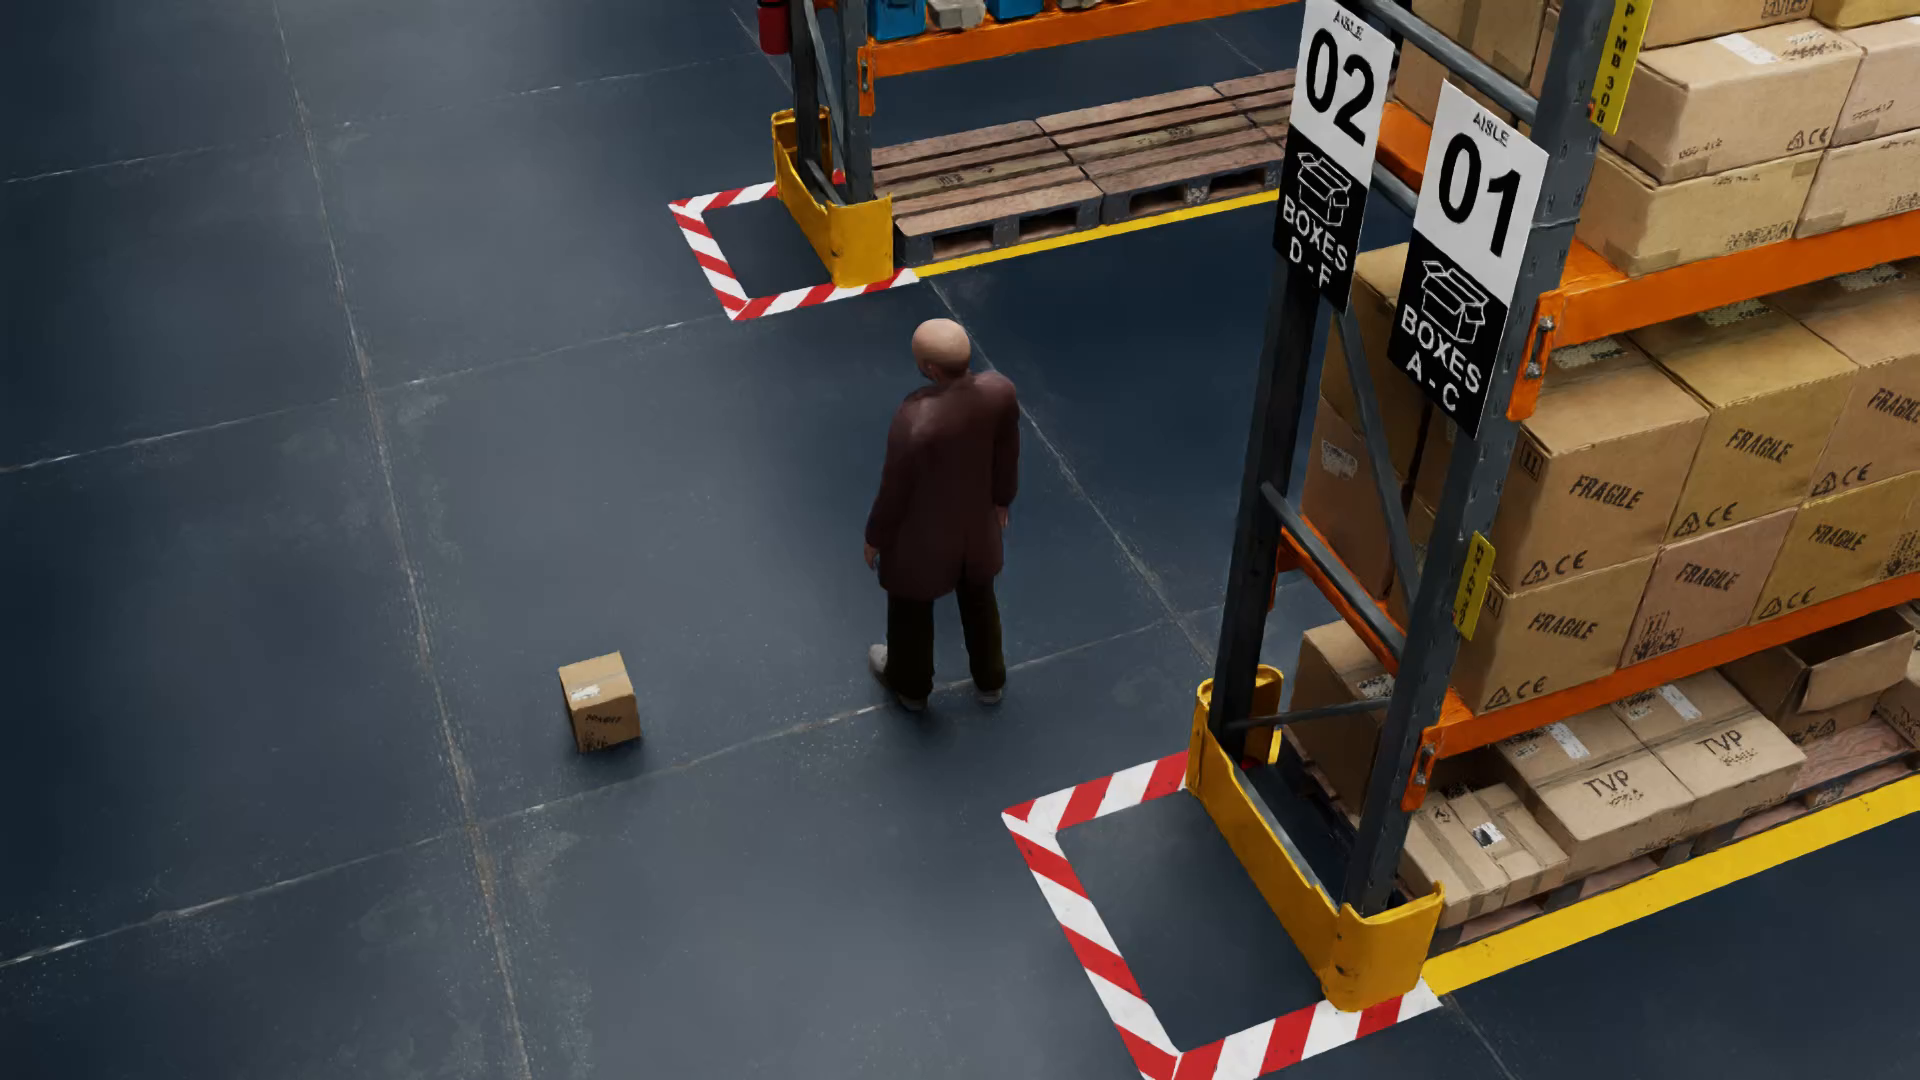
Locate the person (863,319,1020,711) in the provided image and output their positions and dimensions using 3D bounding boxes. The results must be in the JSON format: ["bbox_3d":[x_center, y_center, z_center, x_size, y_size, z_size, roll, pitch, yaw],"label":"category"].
[{"bbox_3d":[-0.094,-0.095,6.231,0.647,1.789,0.520,-26,48,-27],"label":"person"}]
